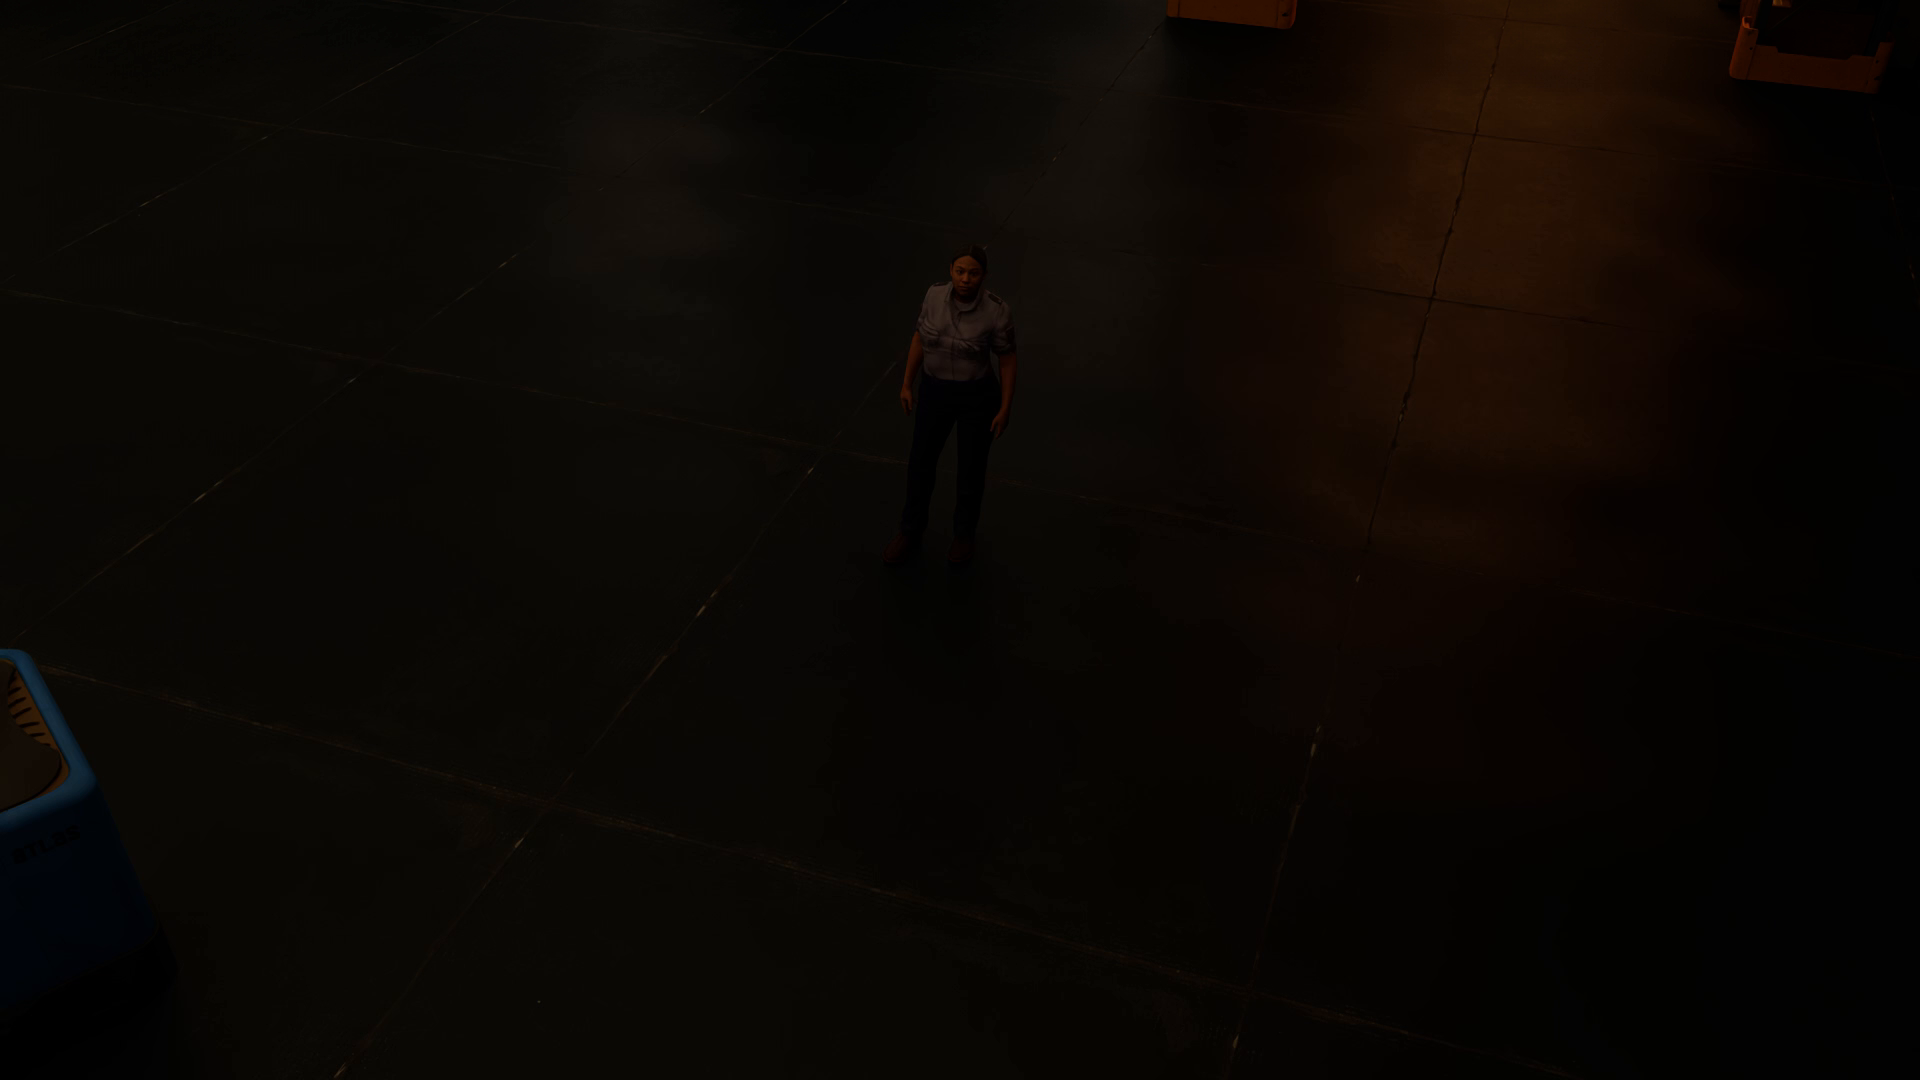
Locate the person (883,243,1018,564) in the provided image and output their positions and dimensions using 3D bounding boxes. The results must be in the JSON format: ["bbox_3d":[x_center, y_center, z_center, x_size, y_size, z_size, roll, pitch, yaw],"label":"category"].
[{"bbox_3d":[-0.052,-0.633,8.101,0.598,1.651,0.502,12,37,16],"label":"person"}]

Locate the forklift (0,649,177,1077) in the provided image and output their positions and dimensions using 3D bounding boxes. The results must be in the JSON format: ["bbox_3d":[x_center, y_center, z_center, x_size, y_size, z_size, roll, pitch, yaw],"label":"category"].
[{"bbox_3d":[-4.403,0.813,4.964,3.031,2.935,1.130,-25,42,-31],"label":"forklift"}]
